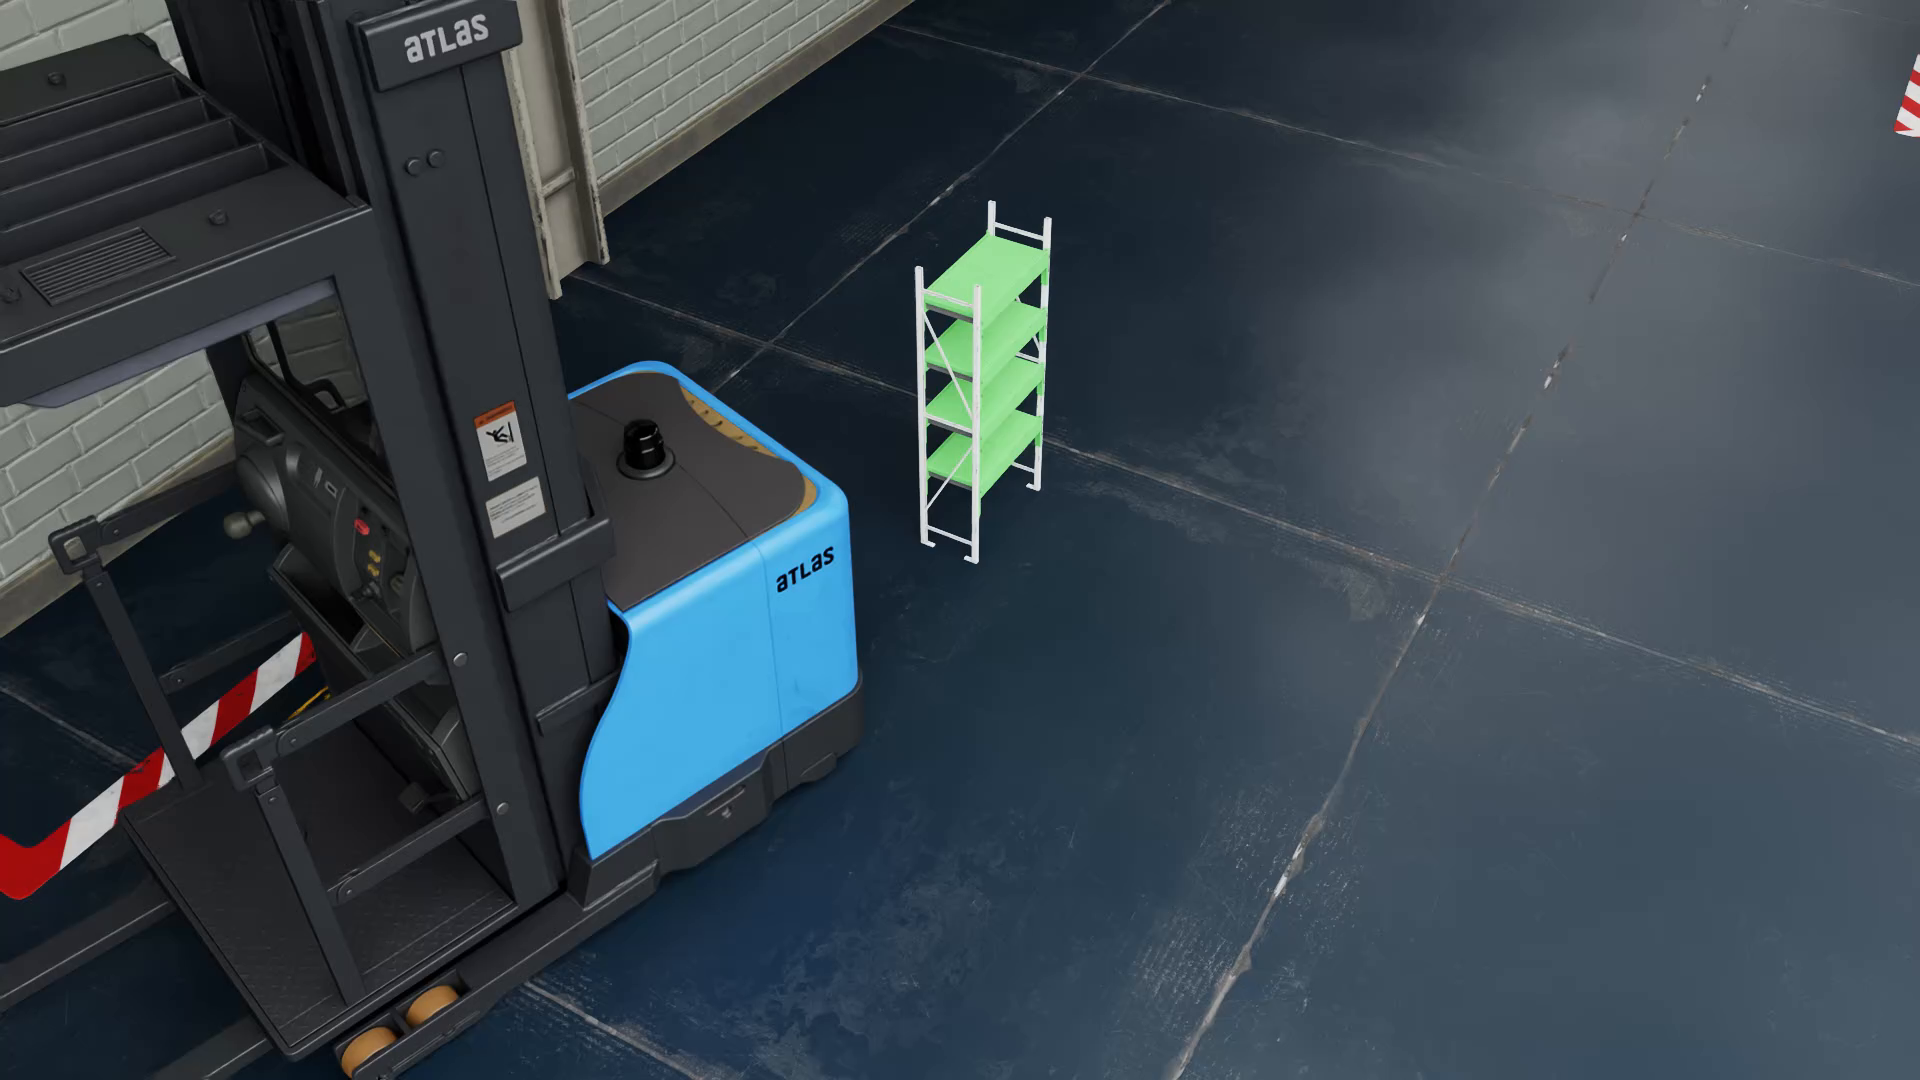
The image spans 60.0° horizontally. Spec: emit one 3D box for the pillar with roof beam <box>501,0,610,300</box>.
[{"bbox_3d":[1.872,-3.196,3.070,9.100,9.000,0.400,21,45,22],"label":"pillar with roof beam"}]

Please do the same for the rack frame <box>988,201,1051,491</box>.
[{"bbox_3d":[0.205,-0.685,6.120,0.240,1.200,0.015,21,45,22],"label":"rack frame"}]

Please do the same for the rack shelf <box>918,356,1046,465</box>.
[{"bbox_3d":[0.083,-0.497,6.003,0.258,0.148,0.480,21,45,22],"label":"rack shelf"}]

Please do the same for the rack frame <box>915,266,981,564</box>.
[{"bbox_3d":[-0.039,-0.405,5.802,0.240,1.200,0.015,21,45,22],"label":"rack frame"}]

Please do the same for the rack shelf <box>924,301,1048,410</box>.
[{"bbox_3d":[0.083,-0.677,5.845,0.258,0.148,0.480,21,45,22],"label":"rack shelf"}]

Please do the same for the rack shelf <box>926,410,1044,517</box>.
[{"bbox_3d":[0.083,-0.317,6.162,0.258,0.148,0.480,21,45,22],"label":"rack shelf"}]

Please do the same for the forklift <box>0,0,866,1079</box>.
[{"bbox_3d":[-1.729,0.006,4.026,3.031,2.935,1.130,-32,50,-31],"label":"forklift"}]

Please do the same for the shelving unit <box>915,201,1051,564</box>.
[{"bbox_3d":[0.083,-0.545,5.961,0.258,1.200,0.503,21,45,22],"label":"shelving unit"}]

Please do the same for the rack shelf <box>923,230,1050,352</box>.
[{"bbox_3d":[0.083,-0.857,5.686,0.258,0.148,0.480,21,45,22],"label":"rack shelf"}]
